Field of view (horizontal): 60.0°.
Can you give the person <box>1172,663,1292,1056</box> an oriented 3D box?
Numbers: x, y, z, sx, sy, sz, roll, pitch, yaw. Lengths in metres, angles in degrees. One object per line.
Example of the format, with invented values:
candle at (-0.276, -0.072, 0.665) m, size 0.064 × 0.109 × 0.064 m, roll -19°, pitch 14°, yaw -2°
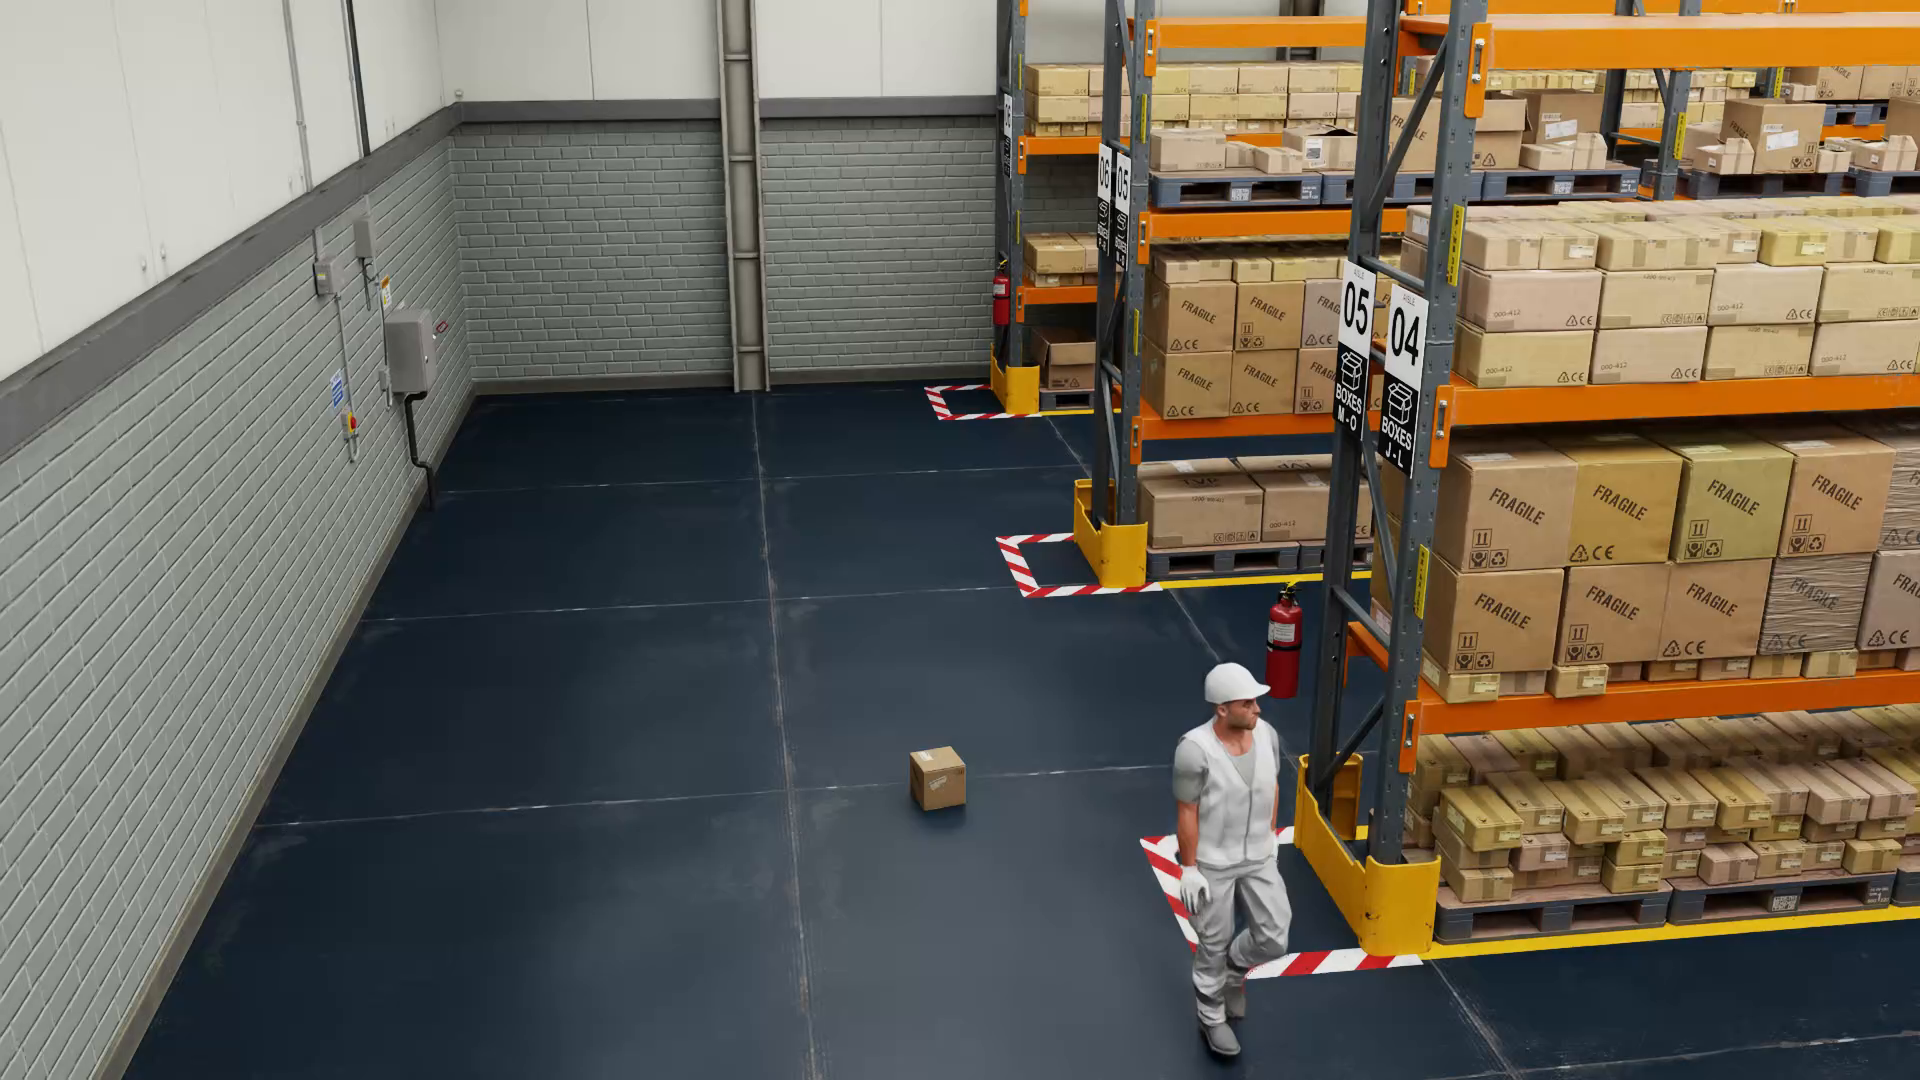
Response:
person at (1.162, 1.367, 7.158) m, size 0.556 × 1.791 × 0.472 m, roll -8°, pitch 21°, yaw -20°
